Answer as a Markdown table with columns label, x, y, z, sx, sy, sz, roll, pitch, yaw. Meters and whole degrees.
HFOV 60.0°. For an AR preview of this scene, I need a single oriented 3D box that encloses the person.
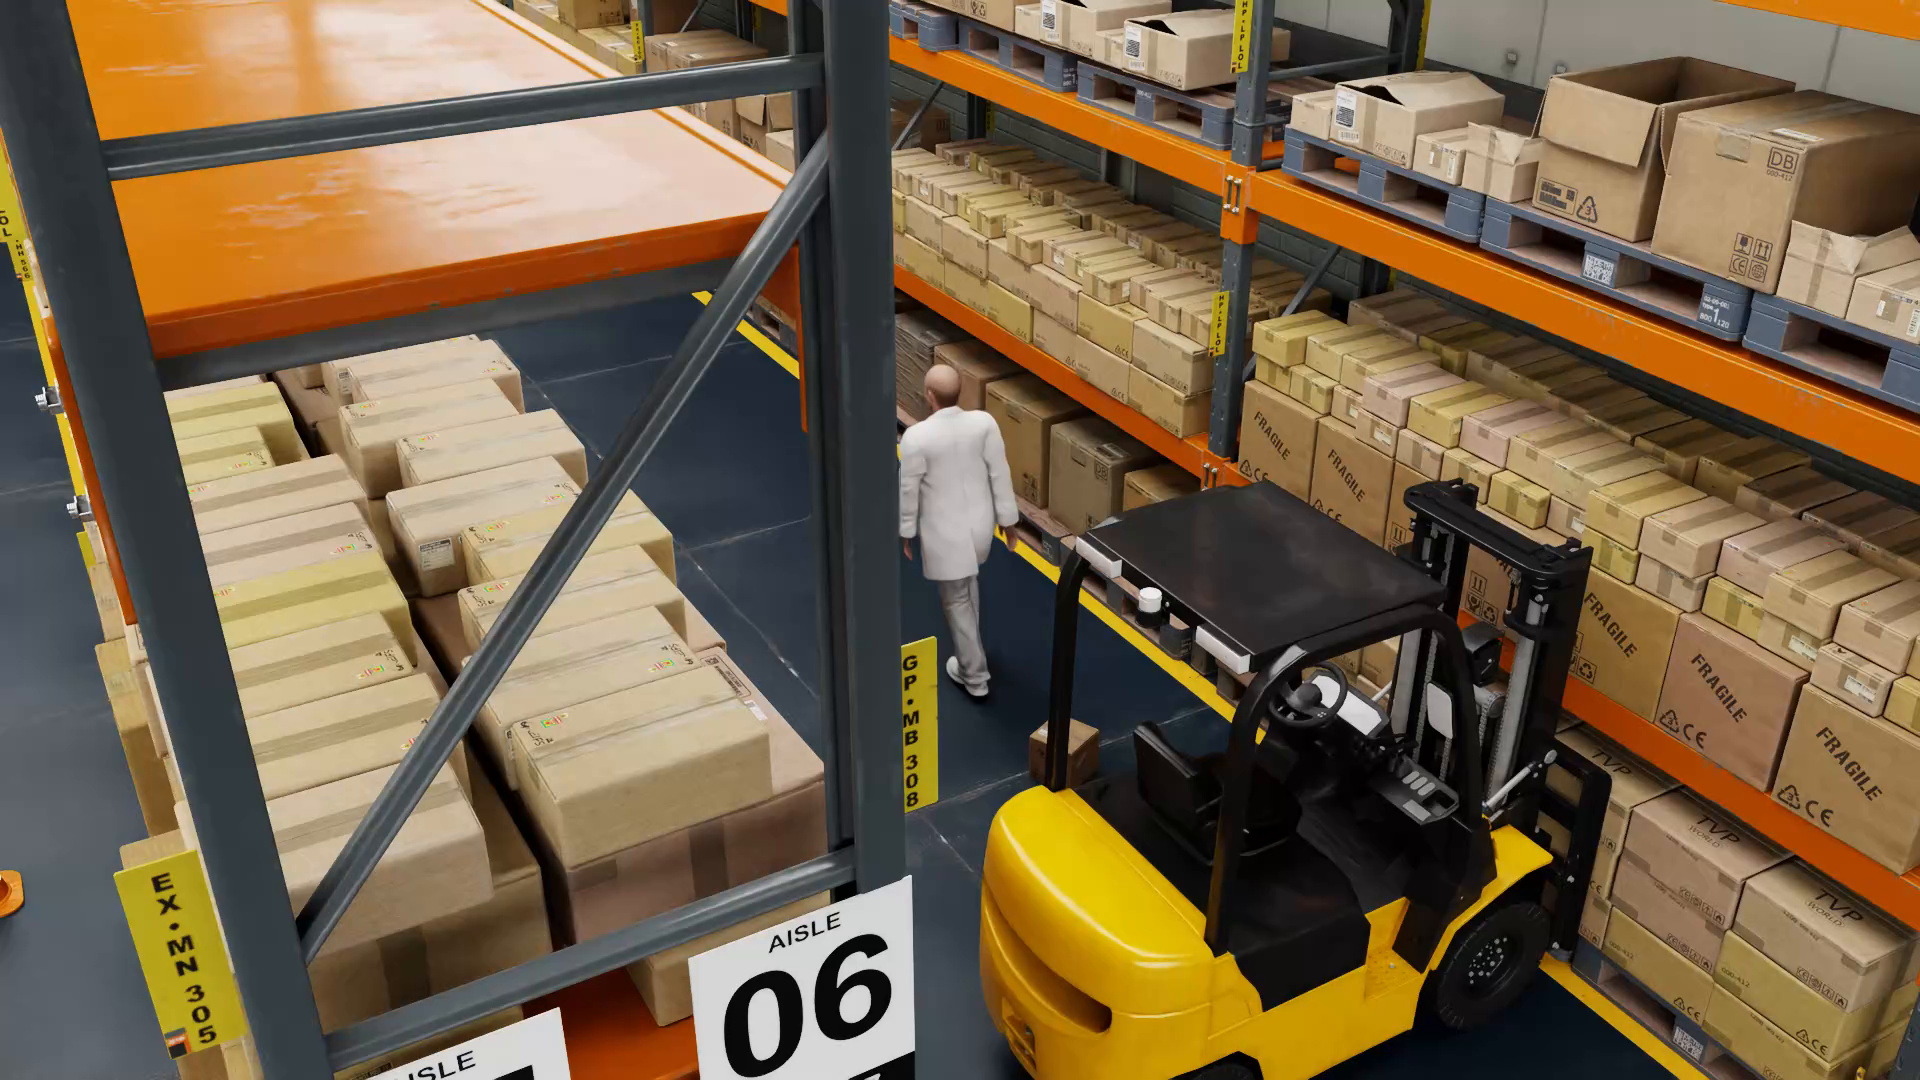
| label | x | y | z | sx | sy | sz | roll | pitch | yaw |
| --- | --- | --- | --- | --- | --- | --- | --- | --- | --- |
| person | -0.014 | -0.032 | 8.658 | 0.608 | 1.809 | 0.619 | -14 | 32 | -24 |
